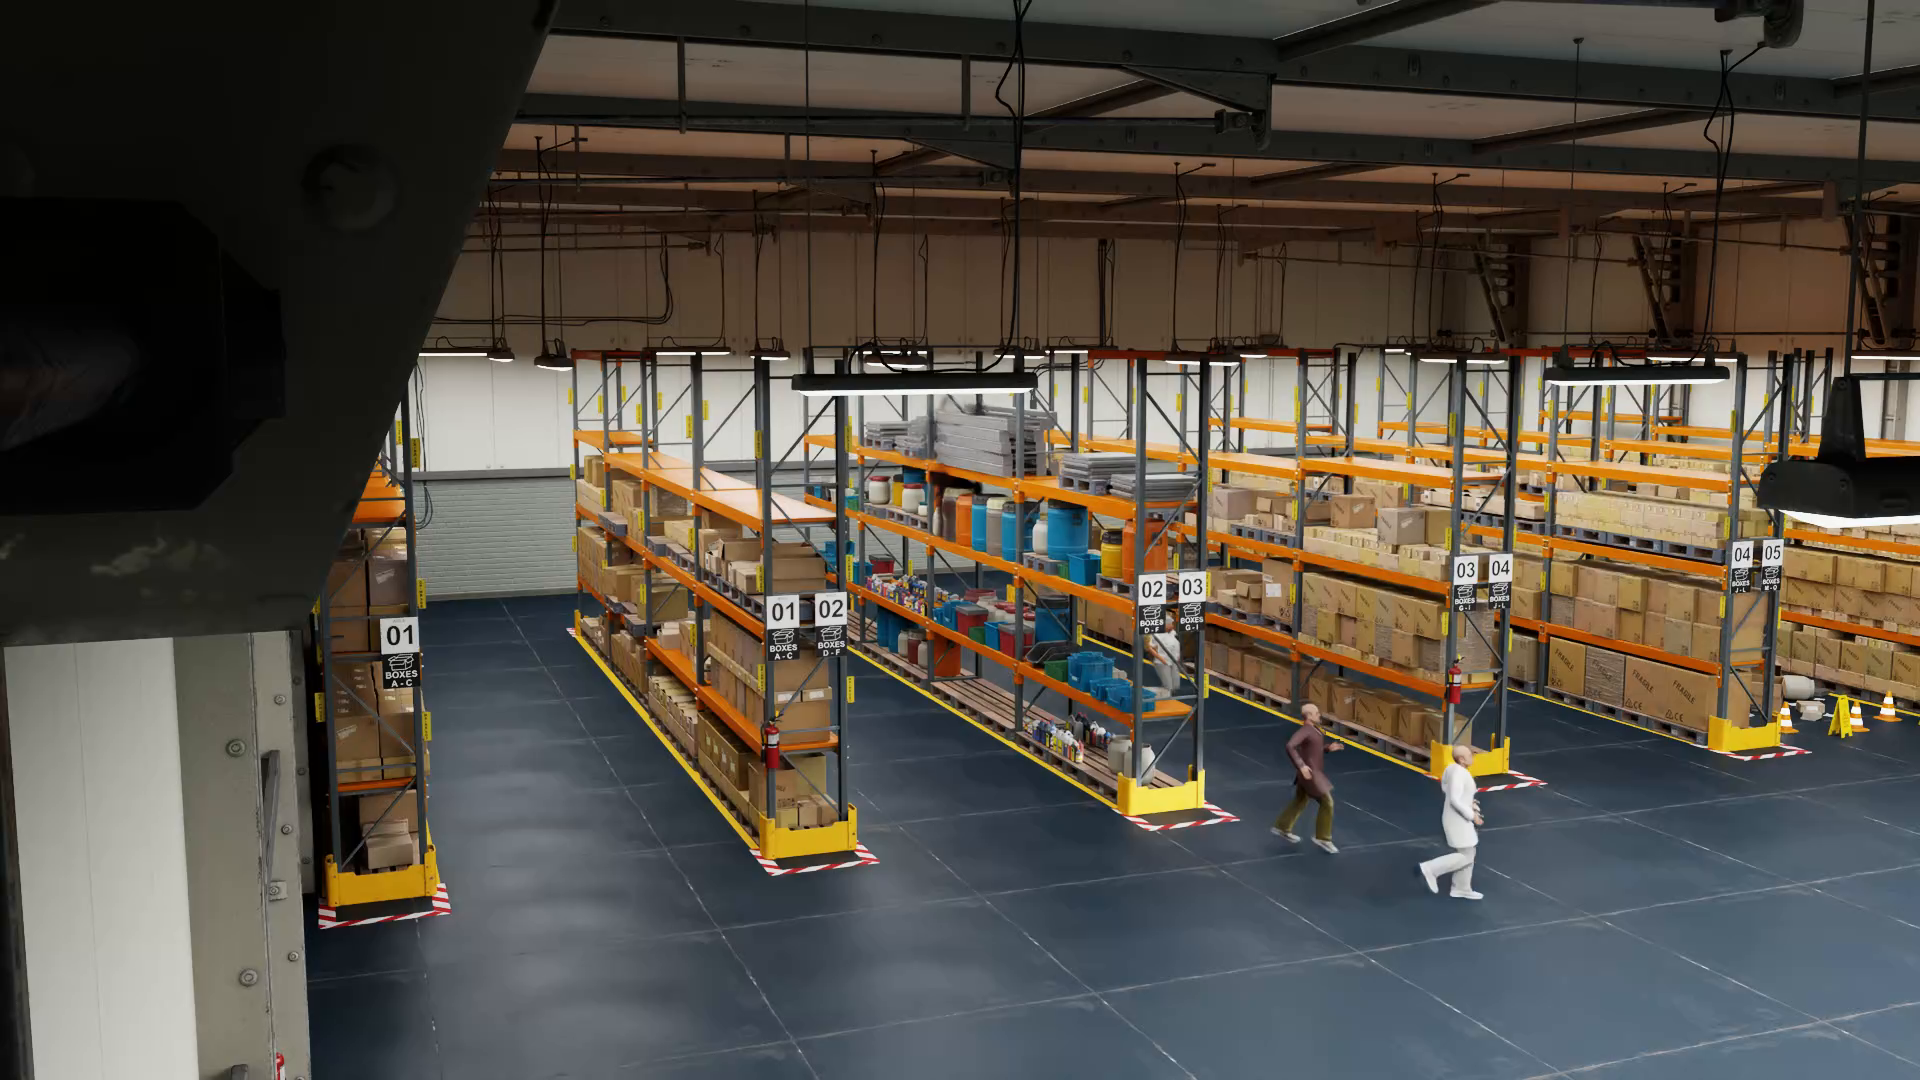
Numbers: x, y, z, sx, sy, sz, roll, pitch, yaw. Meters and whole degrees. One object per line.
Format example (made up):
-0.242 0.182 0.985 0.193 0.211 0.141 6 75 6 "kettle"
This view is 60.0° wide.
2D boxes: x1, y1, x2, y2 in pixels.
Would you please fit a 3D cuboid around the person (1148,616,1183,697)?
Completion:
3.419 2.072 27.817 0.614 1.638 0.598 -4 8 -31 "person"

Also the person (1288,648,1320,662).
6.712 1.470 32.382 0.540 1.716 0.826 -3 8 -25 "person"

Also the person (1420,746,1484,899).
5.528 3.162 18.670 0.735 1.758 0.712 1 7 6 "person"

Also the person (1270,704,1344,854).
4.282 2.918 20.403 0.830 1.846 0.673 1 7 10 "person"
